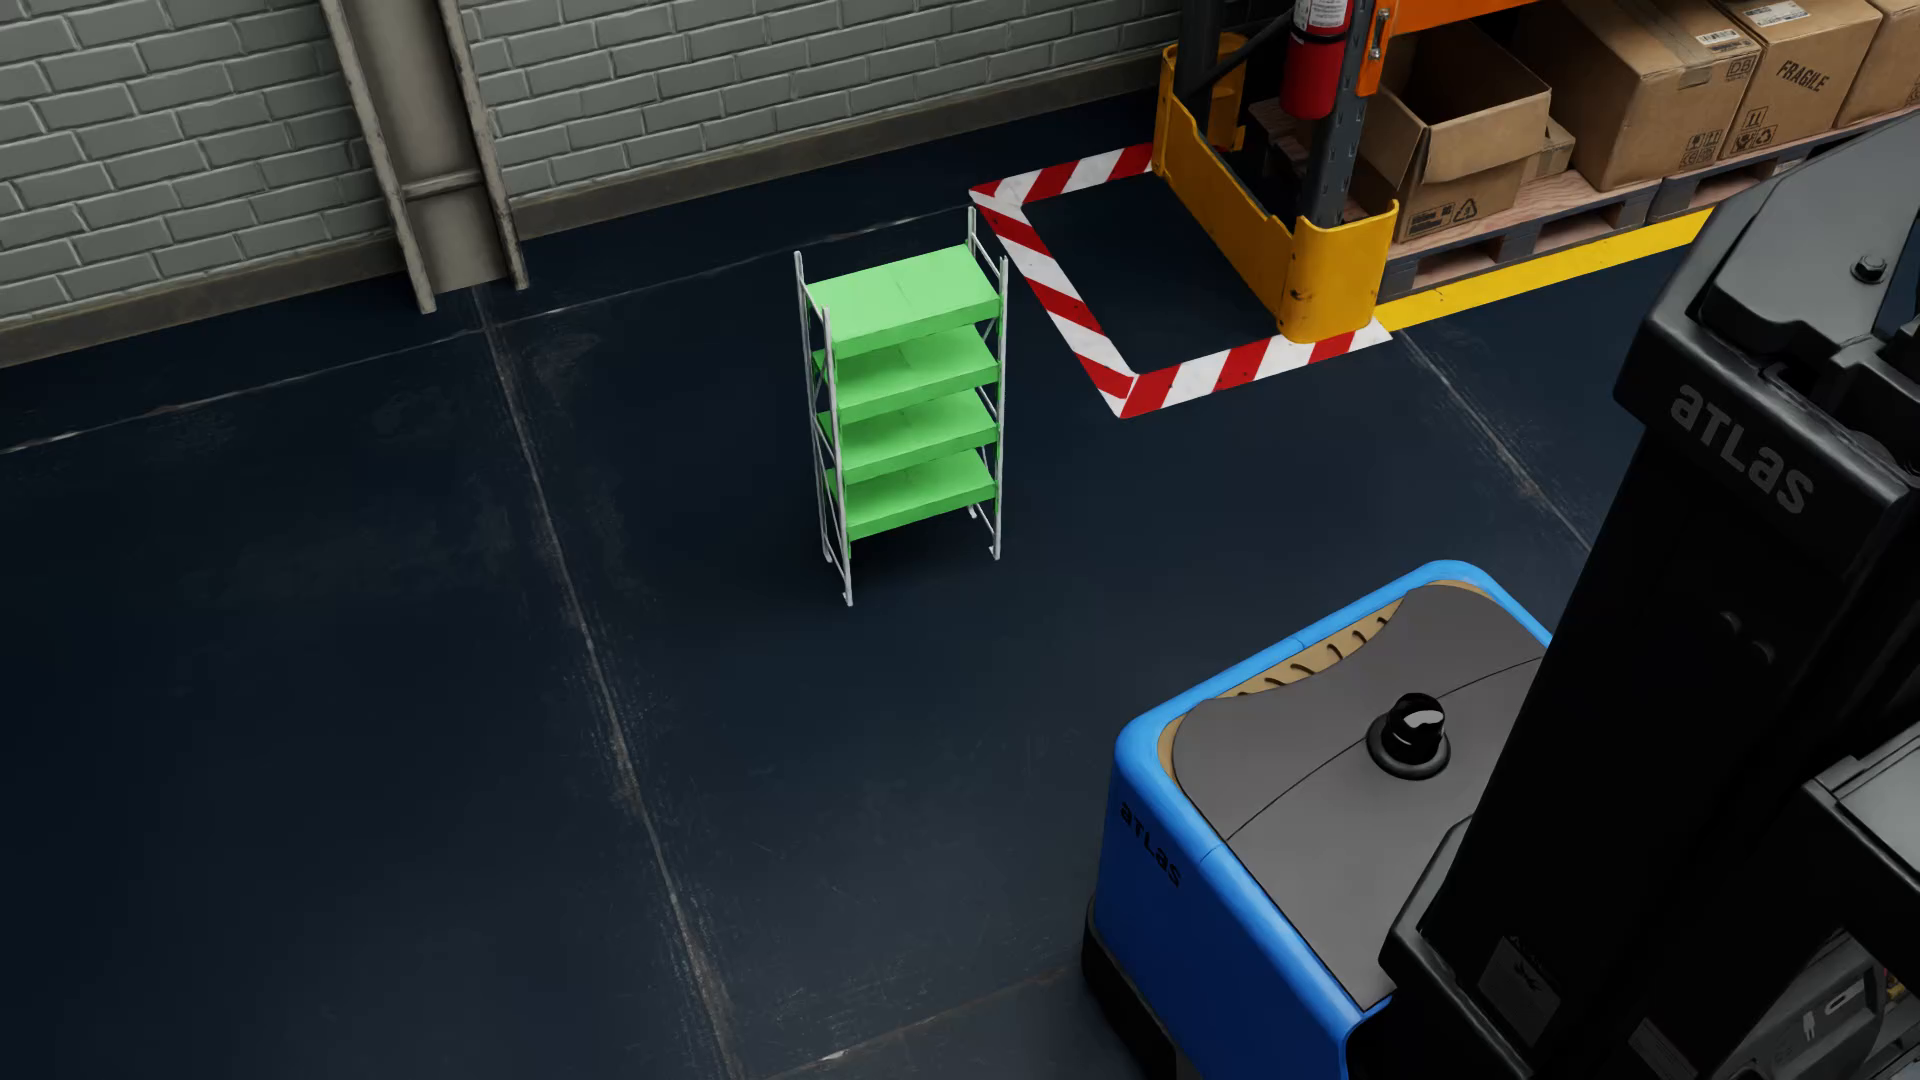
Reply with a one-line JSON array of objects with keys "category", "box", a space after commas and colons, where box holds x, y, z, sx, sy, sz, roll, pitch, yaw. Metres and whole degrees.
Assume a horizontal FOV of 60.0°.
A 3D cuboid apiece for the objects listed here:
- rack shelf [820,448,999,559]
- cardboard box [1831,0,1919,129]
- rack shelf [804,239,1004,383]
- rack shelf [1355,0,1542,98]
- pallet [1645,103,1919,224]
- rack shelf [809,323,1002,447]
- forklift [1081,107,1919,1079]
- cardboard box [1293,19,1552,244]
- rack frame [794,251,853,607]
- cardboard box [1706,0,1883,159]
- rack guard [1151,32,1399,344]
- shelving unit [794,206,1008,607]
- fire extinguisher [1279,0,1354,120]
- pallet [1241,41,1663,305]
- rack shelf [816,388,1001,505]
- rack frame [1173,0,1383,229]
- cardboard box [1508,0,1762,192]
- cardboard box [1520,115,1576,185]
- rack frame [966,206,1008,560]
[{"category": "rack shelf", "box": [-0.153, -0.145, 4.985, 0.480, 0.148, 0.258, -17, 52, -14]}, {"category": "cardboard box", "box": [3.406, -2.034, 6.391, 0.500, 0.500, 0.700, -19, 52, -16]}, {"category": "rack shelf", "box": [-0.153, -0.614, 4.438, 0.480, 0.148, 0.258, -17, 52, -14]}, {"category": "rack shelf", "box": [2.889, -2.427, 5.831, 4.000, 0.370, 1.077, -17, 52, -14]}, {"category": "pallet", "box": [2.973, -1.777, 6.637, 1.213, 0.211, 1.003, -17, 52, -14]}, {"category": "rack shelf", "box": [-0.153, -0.458, 4.620, 0.480, 0.148, 0.258, -17, 52, -14]}, {"category": "forklift", "box": [1.507, 0.911, 2.536, 1.130, 2.935, 3.031, -25, 54, -20]}, {"category": "cardboard box", "box": [1.639, -1.520, 5.947, 0.637, 0.503, 0.797, -19, 52, -16]}, {"category": "rack frame", "box": [-0.379, -0.273, 4.694, 0.015, 1.200, 0.240, -17, 52, -14]}, {"category": "cardboard box", "box": [2.973, -1.818, 6.205, 0.500, 0.500, 0.500, -16, 51, -14]}, {"category": "rack guard", "box": [1.108, -1.295, 6.032, 0.348, 0.500, 1.175, -17, 52, -14]}, {"category": "shelving unit", "box": [-0.153, -0.343, 4.754, 0.503, 1.200, 0.258, -17, 52, -14]}, {"category": "fire extinguisher", "box": [1.076, -1.574, 4.921, 0.183, 0.674, 0.296, -17, 52, -14]}, {"category": "pallet", "box": [1.845, -1.430, 6.339, 1.213, 0.211, 1.003, -17, 52, -14]}, {"category": "rack shelf", "box": [-0.153, -0.302, 4.802, 0.480, 0.148, 0.258, -17, 52, -14]}, {"category": "rack frame", "box": [1.037, -2.087, 5.065, 0.127, 3.000, 1.000, -17, 52, -14]}, {"category": "cardboard box", "box": [2.445, -1.737, 6.135, 0.500, 0.500, 0.700, -15, 51, -13]}, {"category": "cardboard box", "box": [2.047, -1.499, 6.162, 0.250, 0.149, 0.380, -19, 52, -16]}, {"category": "rack frame", "box": [0.073, -0.413, 4.814, 0.015, 1.200, 0.240, -17, 52, -14]}]
